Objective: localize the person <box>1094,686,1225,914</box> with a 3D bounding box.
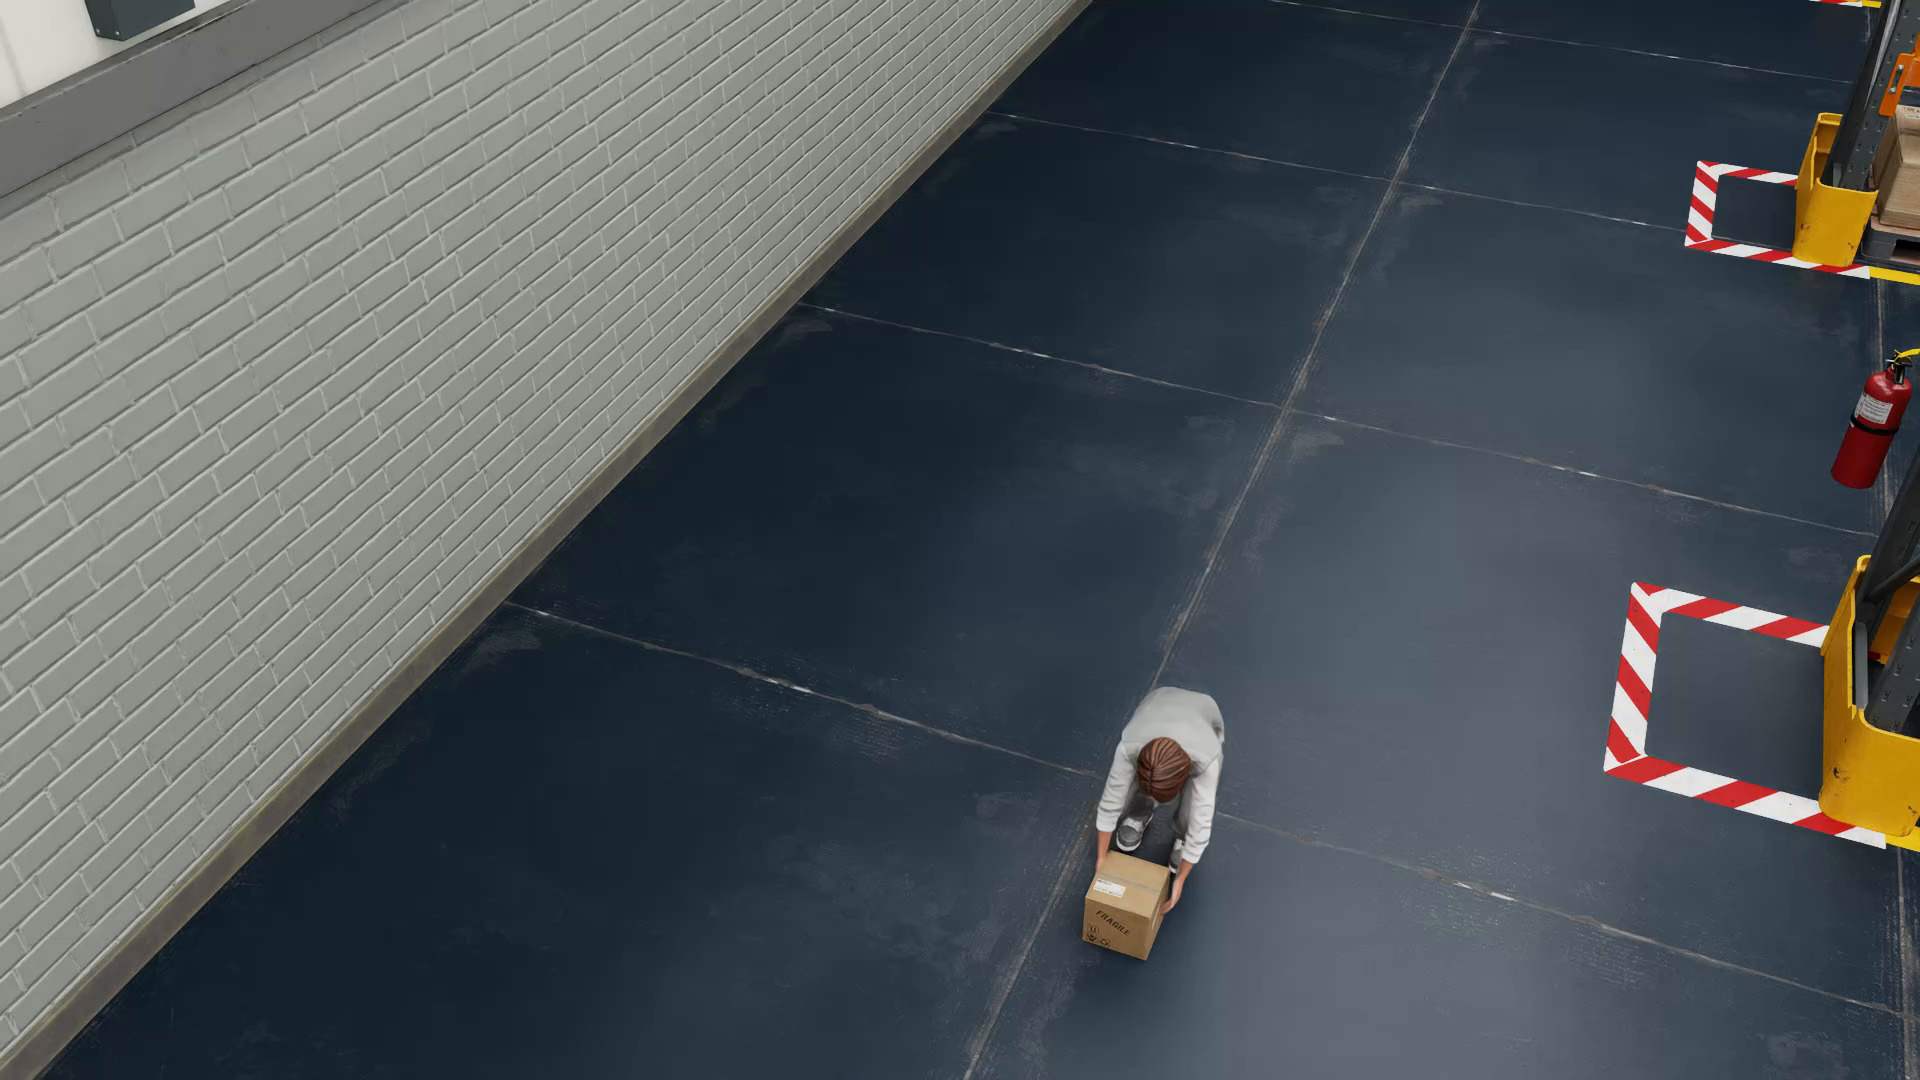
[{"bbox_3d":[0.781,0.903,6.256,0.444,0.878,0.796,14,40,17],"label":"person"}]
